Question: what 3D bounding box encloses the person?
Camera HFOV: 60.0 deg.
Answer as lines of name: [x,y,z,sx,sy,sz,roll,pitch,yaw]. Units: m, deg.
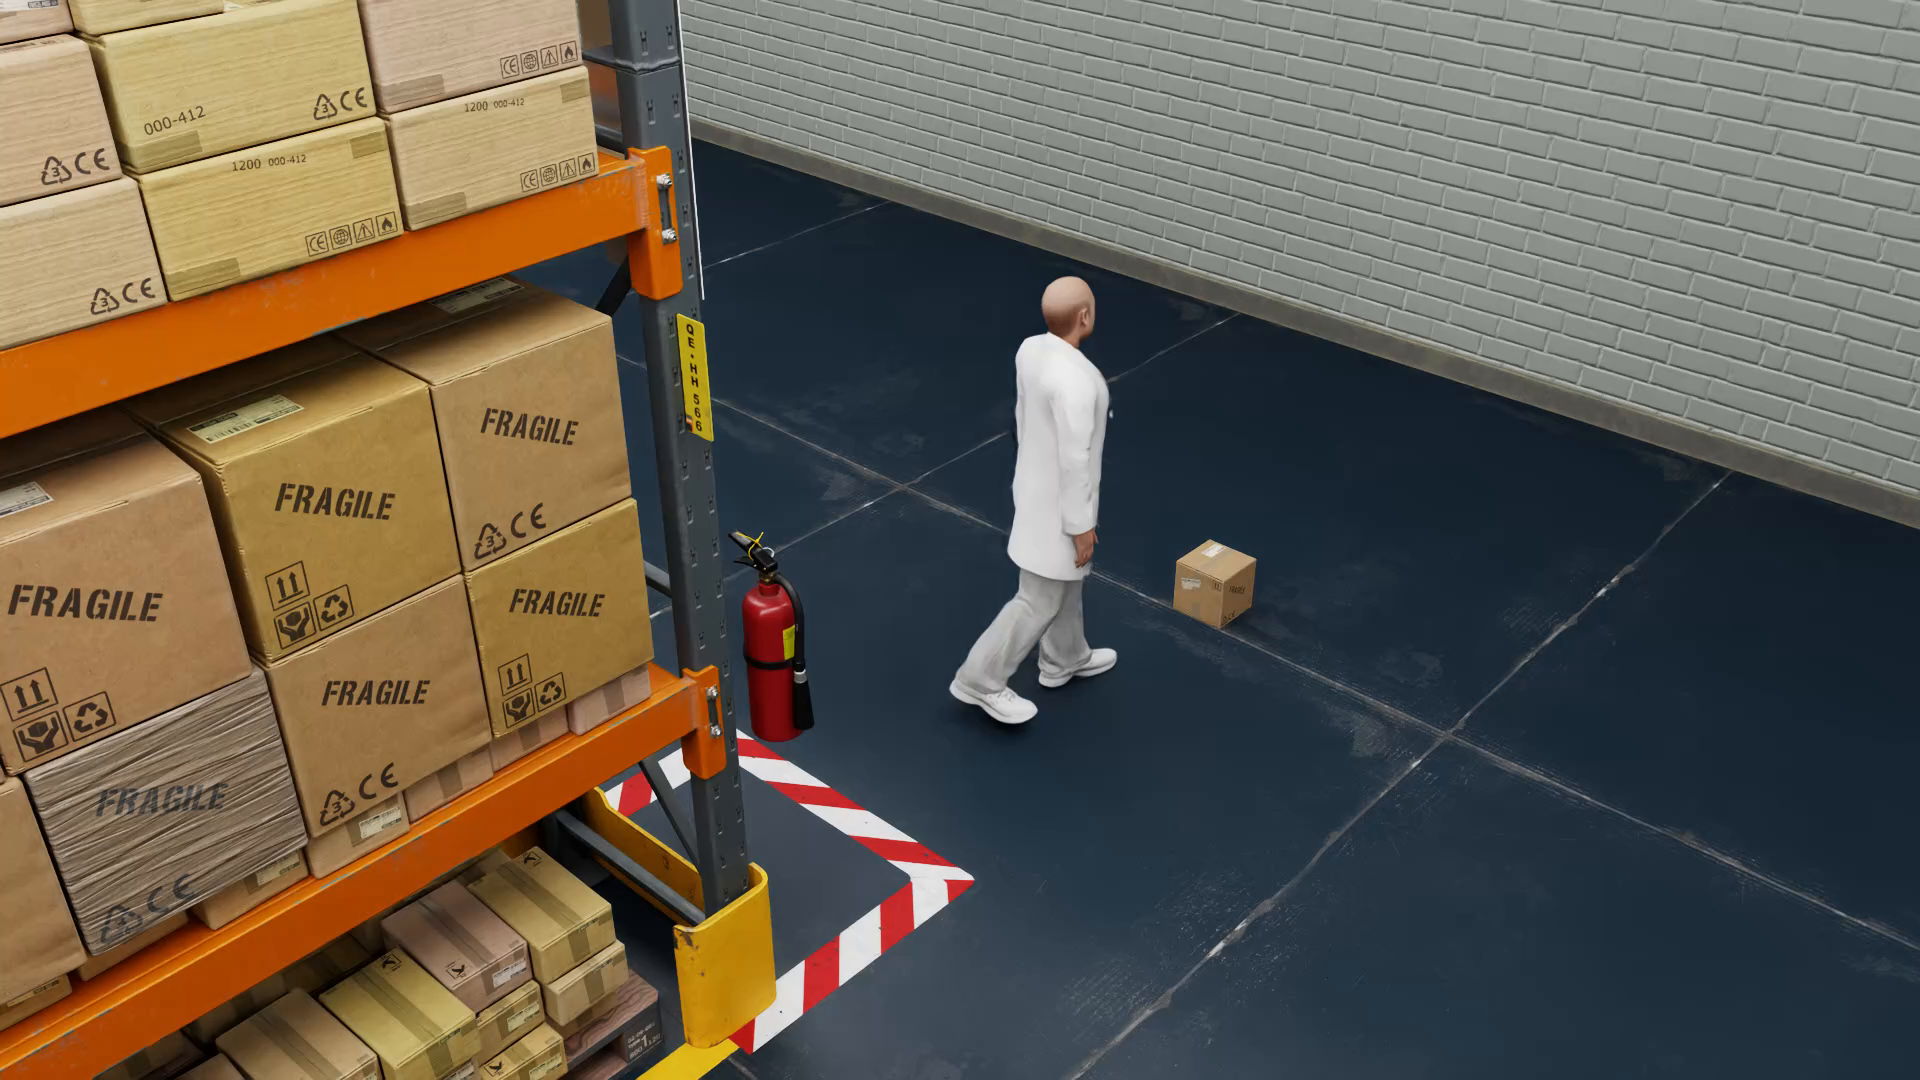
person: [0.318,-0.137,6.367,0.761,1.776,0.611,-7,32,-11]
